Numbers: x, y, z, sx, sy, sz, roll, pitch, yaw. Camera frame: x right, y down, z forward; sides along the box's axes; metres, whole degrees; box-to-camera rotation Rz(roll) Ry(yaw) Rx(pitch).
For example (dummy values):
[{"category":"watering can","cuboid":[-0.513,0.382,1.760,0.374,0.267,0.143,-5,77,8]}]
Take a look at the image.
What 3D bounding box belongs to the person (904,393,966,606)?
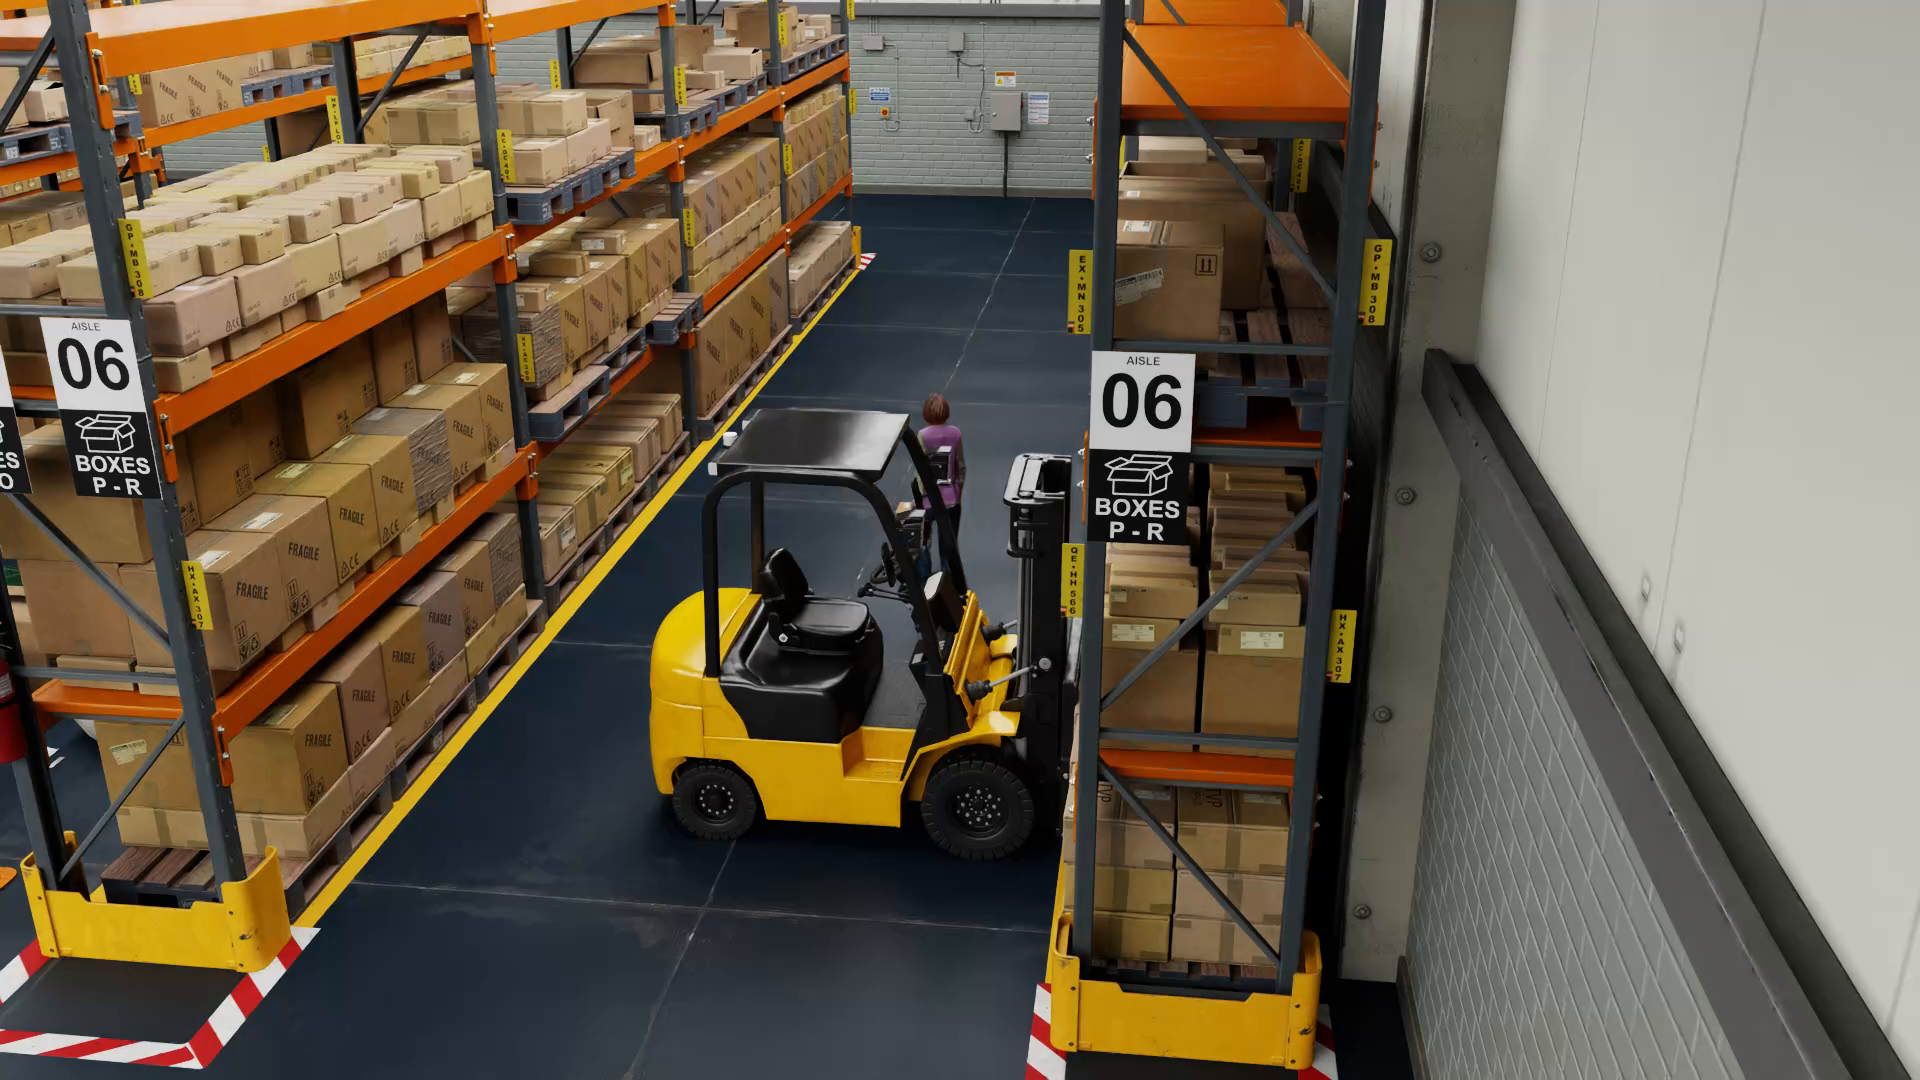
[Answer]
[{"category":"person","cuboid":[-0.140,-0.217,11.680,0.441,1.625,0.554,-8,23,-19]}]
